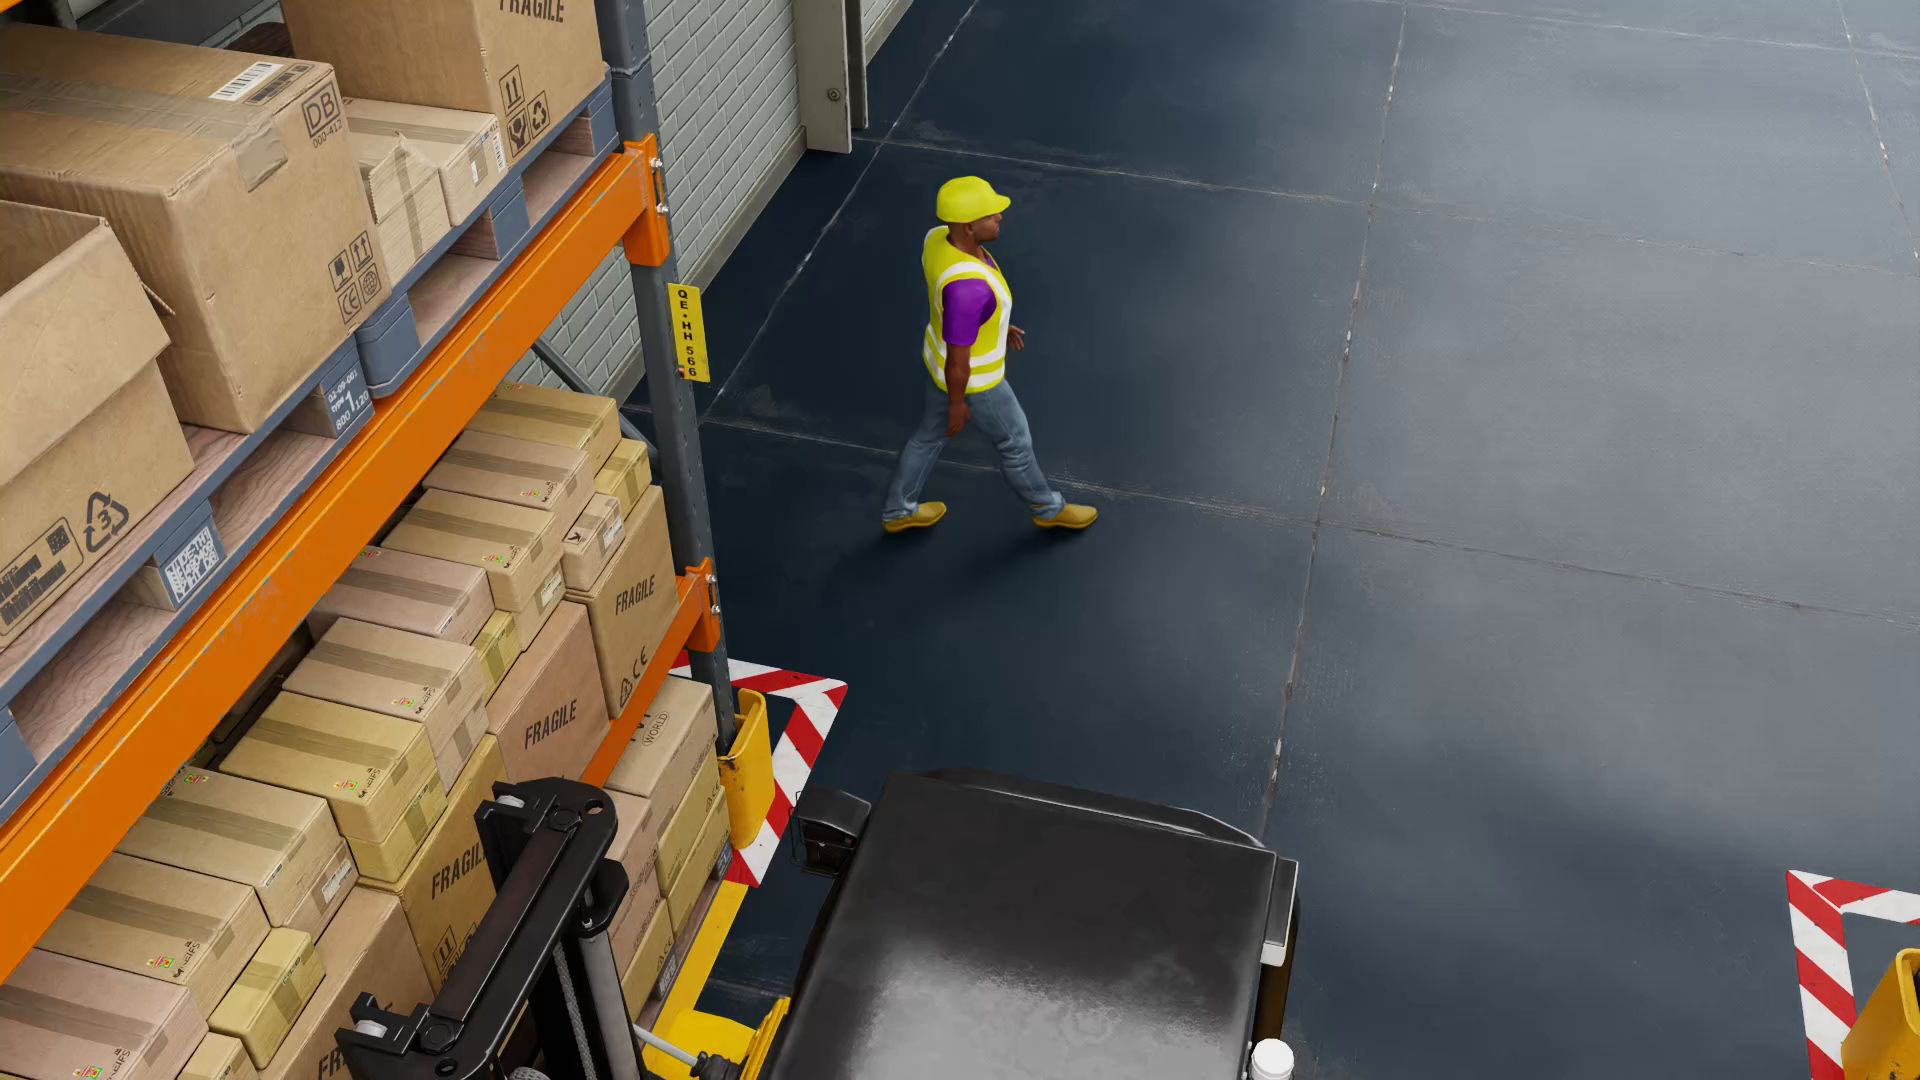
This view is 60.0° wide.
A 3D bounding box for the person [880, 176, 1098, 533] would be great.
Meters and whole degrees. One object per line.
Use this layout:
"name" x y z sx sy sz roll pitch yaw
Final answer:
"person" 0.119 -0.757 6.991 0.979 1.722 0.583 -10 42 -12
